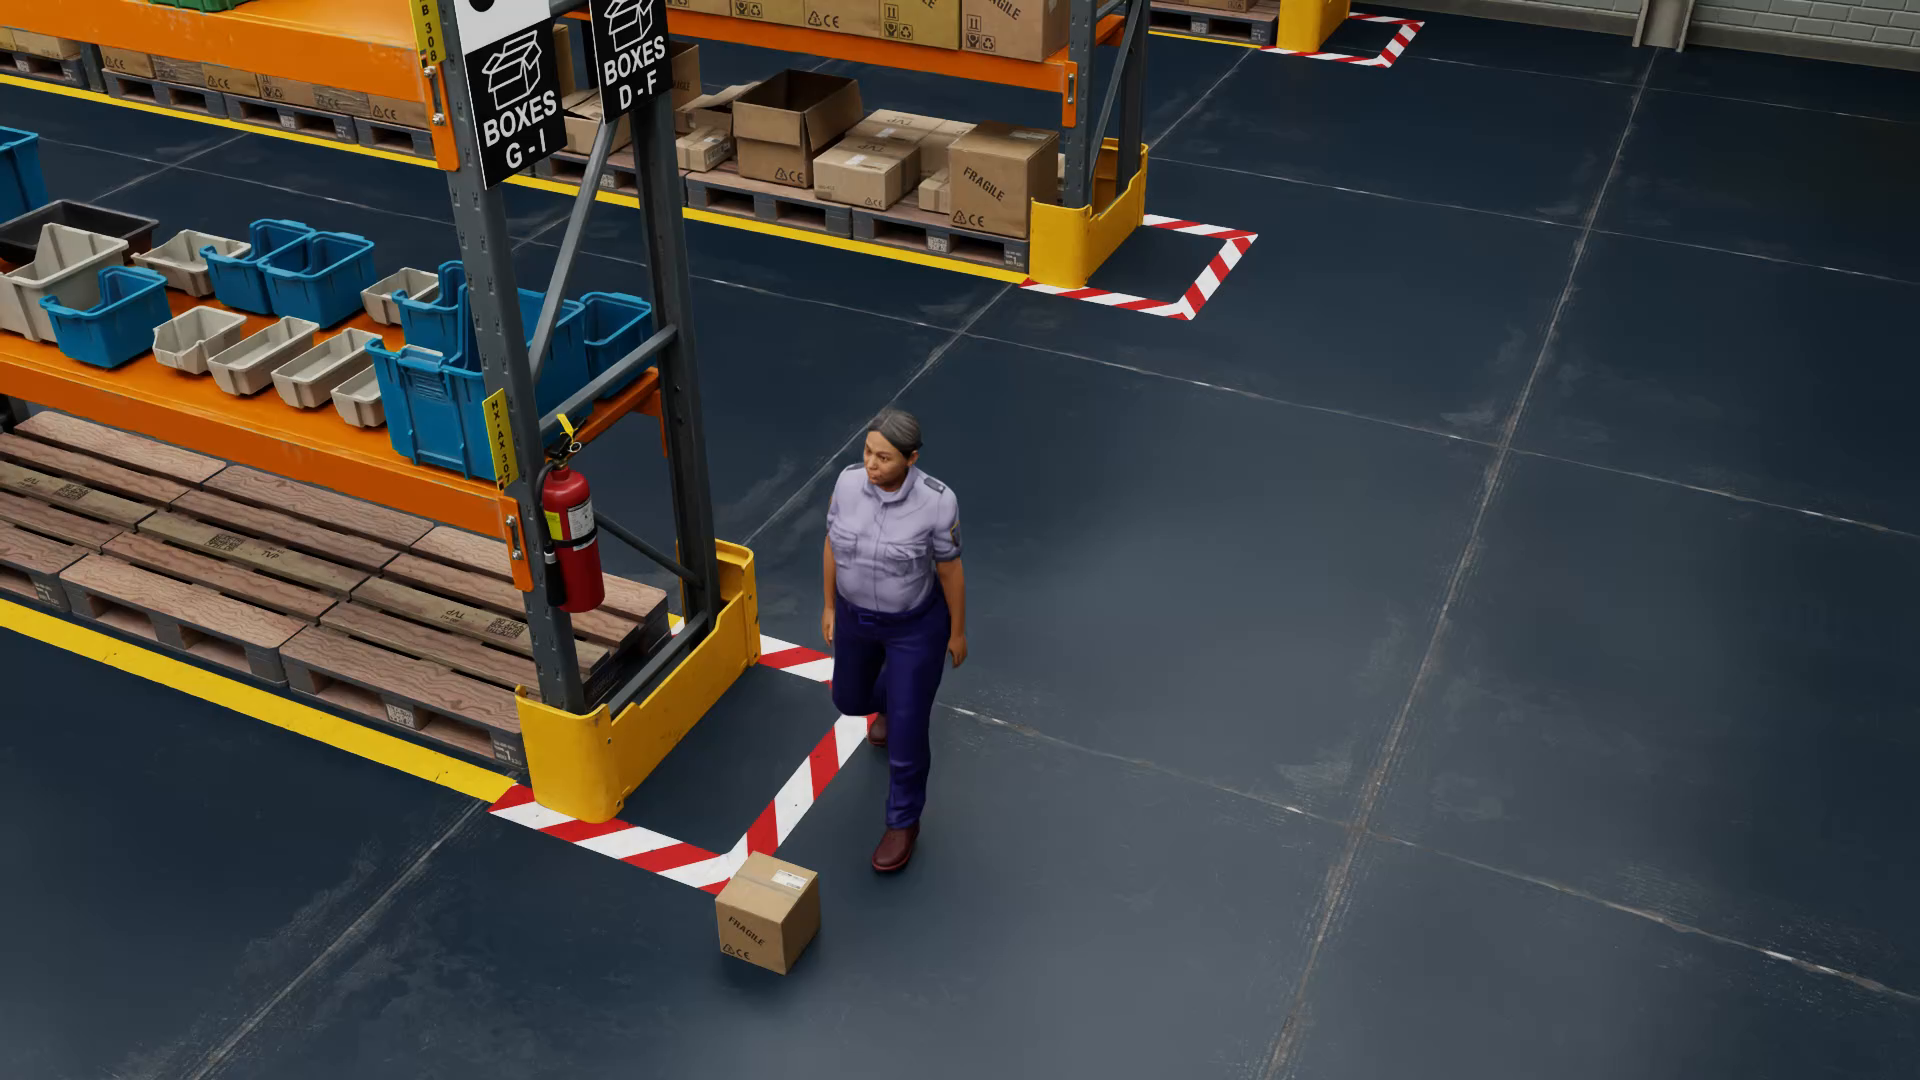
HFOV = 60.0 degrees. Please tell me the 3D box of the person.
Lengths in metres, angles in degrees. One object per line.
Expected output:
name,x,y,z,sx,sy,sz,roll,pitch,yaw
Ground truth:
person,-0.236,0.272,5.750,0.524,1.615,0.818,13,36,19
